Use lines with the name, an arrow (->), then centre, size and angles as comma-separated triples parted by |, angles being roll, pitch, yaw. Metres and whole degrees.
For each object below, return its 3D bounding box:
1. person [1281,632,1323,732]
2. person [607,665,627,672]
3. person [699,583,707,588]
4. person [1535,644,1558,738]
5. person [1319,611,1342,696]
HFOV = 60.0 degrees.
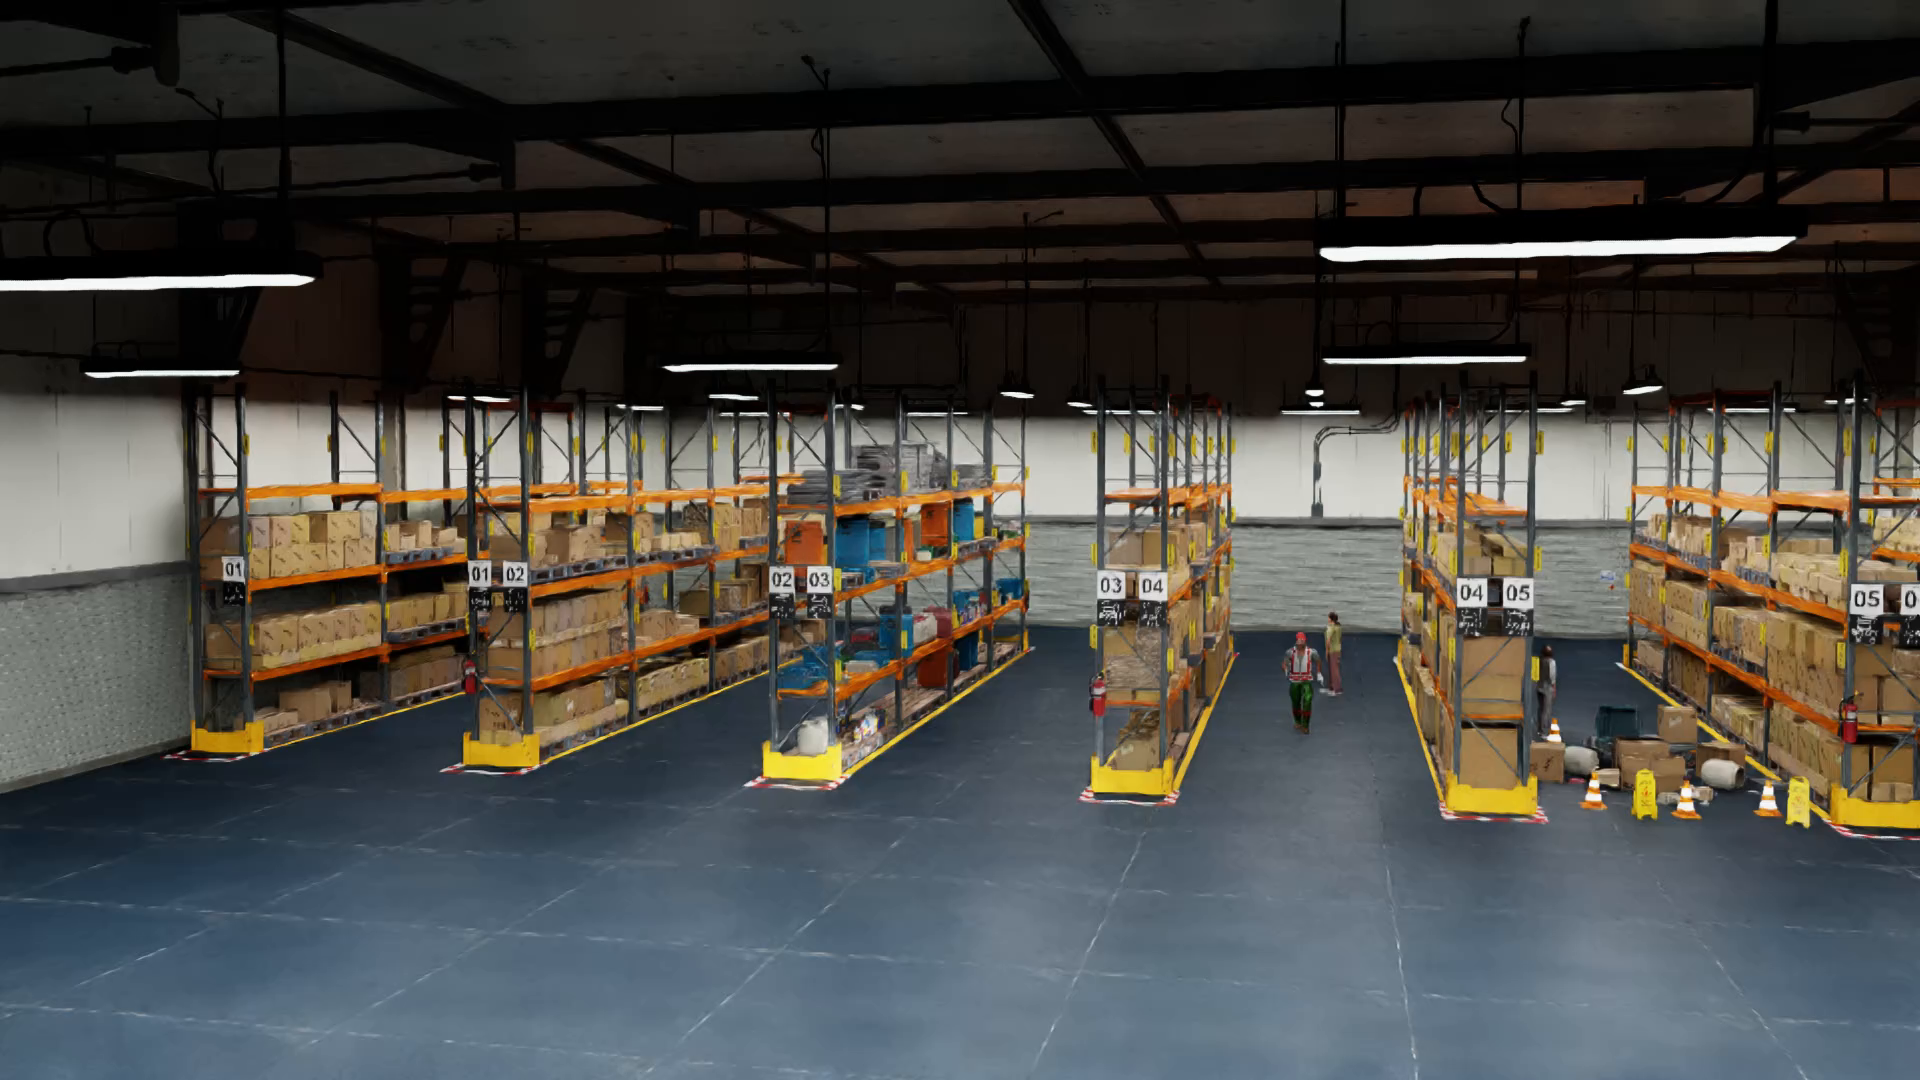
person -> 6.005, 2.467, 29.213 | 0.703, 1.722, 0.835 | 1, 3, 17
person -> -7.567, 1.992, 36.652 | 0.468, 1.794, 0.625 | -1, 3, -11
person -> -6.045, 1.874, 39.338 | 0.474, 1.739, 0.628 | -1, 3, -17
person -> 10.021, 2.569, 28.372 | 0.406, 1.600, 0.468 | -1, 3, -18
person -> 7.429, 2.252, 33.262 | 0.575, 1.662, 0.572 | 2, 4, 36
